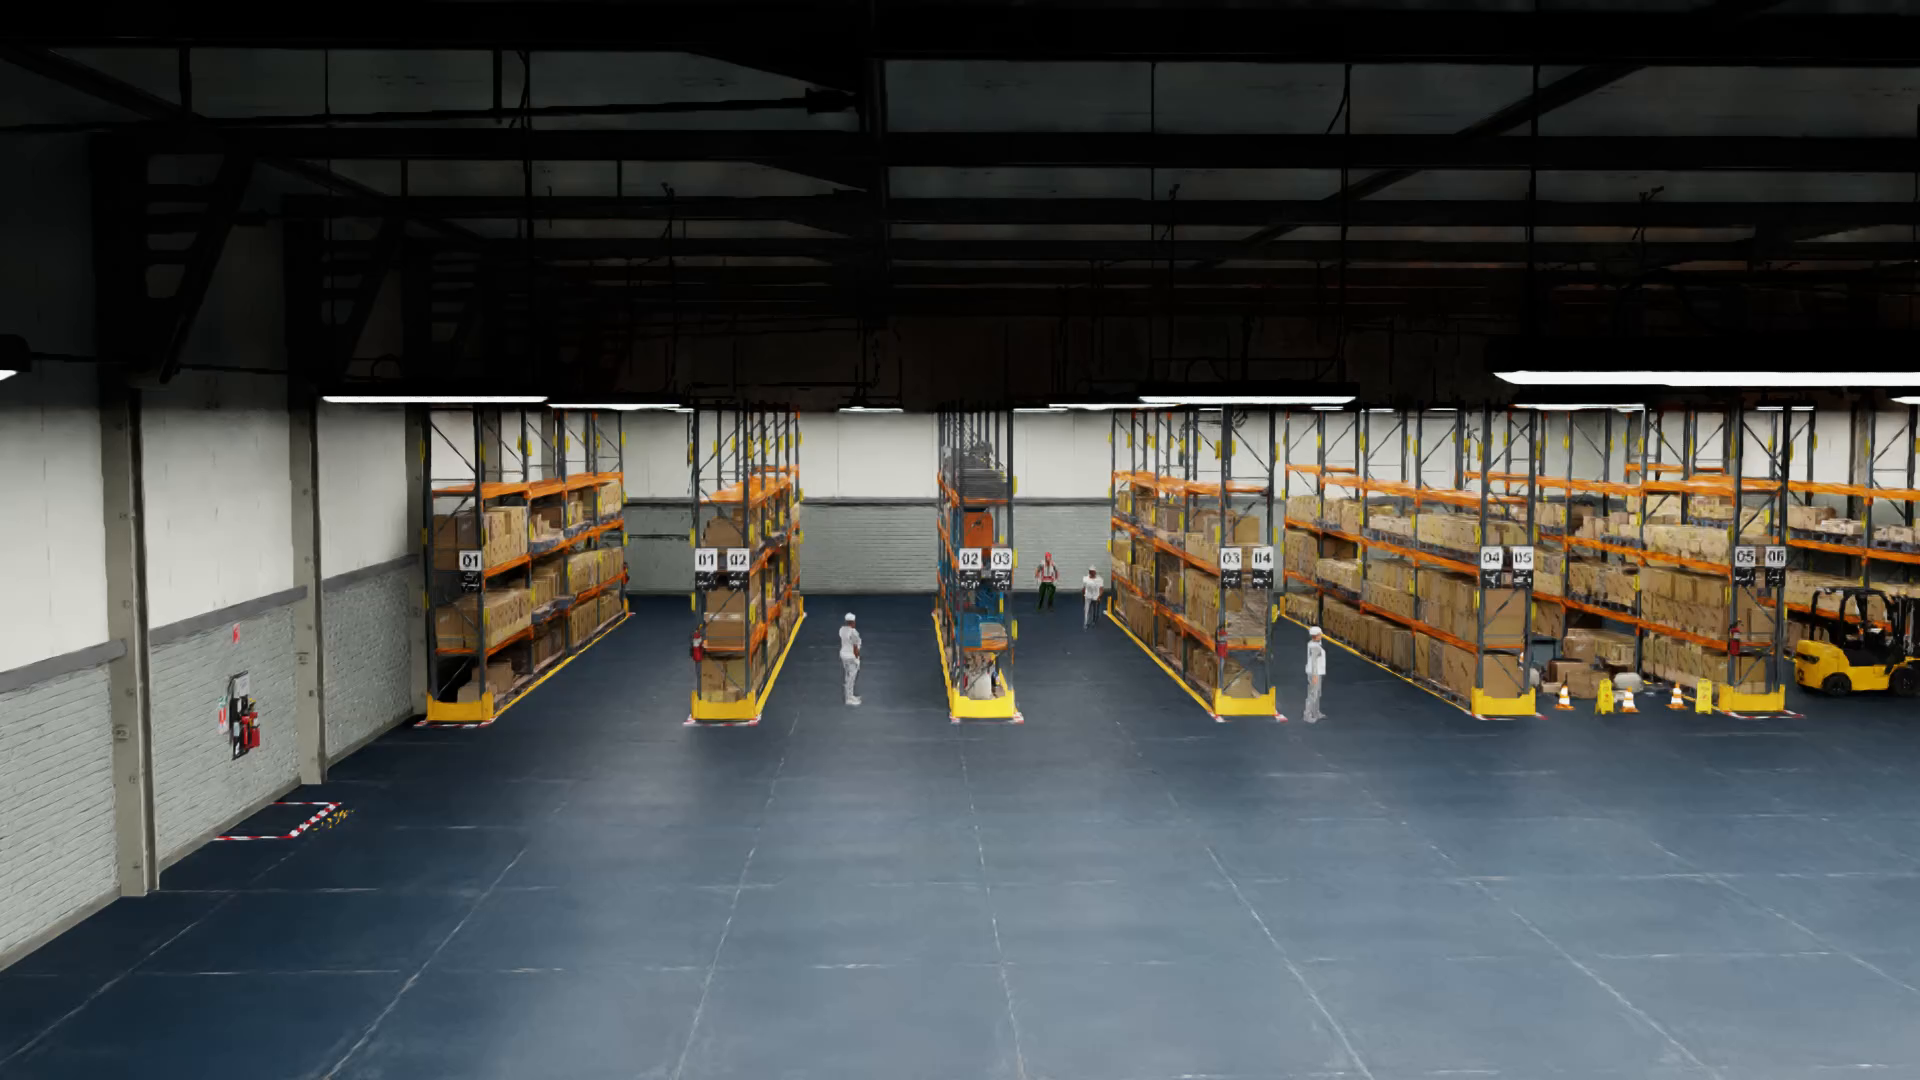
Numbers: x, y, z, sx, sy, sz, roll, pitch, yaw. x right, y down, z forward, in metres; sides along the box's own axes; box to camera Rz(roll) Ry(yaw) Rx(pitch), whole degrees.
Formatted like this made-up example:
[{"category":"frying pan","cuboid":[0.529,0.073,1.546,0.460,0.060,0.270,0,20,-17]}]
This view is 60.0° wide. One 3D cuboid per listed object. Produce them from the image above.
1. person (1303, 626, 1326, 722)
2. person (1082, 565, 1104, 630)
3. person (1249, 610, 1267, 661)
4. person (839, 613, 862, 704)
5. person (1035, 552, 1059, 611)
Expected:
[{"category":"person","cuboid":[6.617,2.484,30.913,0.449,1.777,0.640,1,4,7]},{"category":"person","cuboid":[3.523,1.515,44.086,0.570,1.708,1.041,1,4,7]},{"category":"person","cuboid":[6.958,1.917,38.592,0.586,1.723,0.654,2,5,29]},{"category":"person","cuboid":[-2.123,2.322,32.828,0.457,1.783,0.618,-3,5,-31]},{"category":"person","cuboid":[2.528,1.206,48.164,0.677,1.742,0.552,0,4,-4]}]
